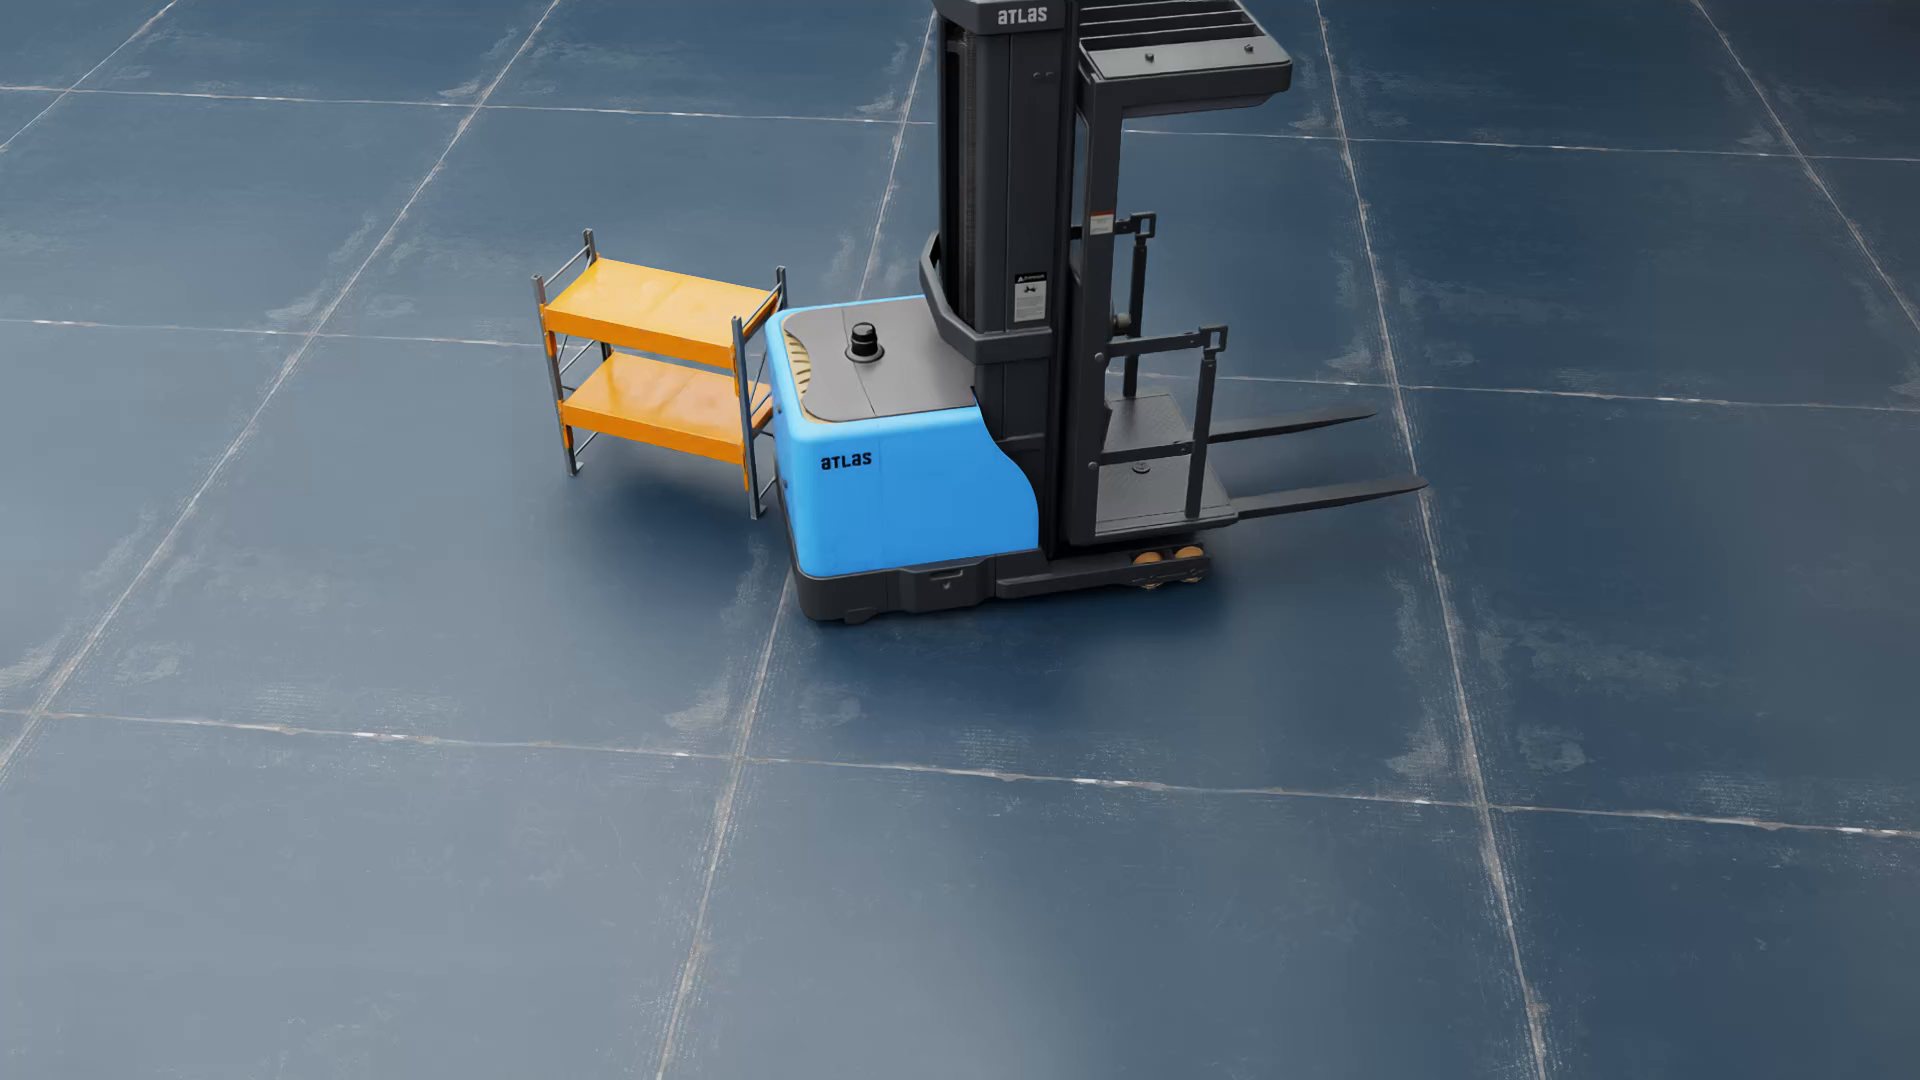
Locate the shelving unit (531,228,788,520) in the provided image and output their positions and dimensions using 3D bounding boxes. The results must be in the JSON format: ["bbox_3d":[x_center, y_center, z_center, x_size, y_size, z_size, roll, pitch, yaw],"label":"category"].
[{"bbox_3d":[-1.386,-0.795,8.006,1.048,1.125,0.538,13,41,16],"label":"shelving unit"}]

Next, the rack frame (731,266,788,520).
[{"bbox_3d":[-0.910,-0.683,7.868,0.032,1.125,0.500,13,41,16],"label":"rack frame"}]

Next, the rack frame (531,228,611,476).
[{"bbox_3d":[-1.862,-0.907,8.144,0.032,1.125,0.500,13,41,16],"label":"rack frame"}]

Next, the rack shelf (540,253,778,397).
[{"bbox_3d":[-1.386,-1.022,7.821,1.000,0.278,0.538,13,41,16],"label":"rack shelf"}]

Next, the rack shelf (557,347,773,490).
[{"bbox_3d":[-1.386,-0.605,8.160,1.000,0.278,0.538,13,41,16],"label":"rack shelf"}]

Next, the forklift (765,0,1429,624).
[{"bbox_3d":[0.681,-1.235,7.116,3.031,2.935,1.130,-8,40,-9],"label":"forklift"}]
